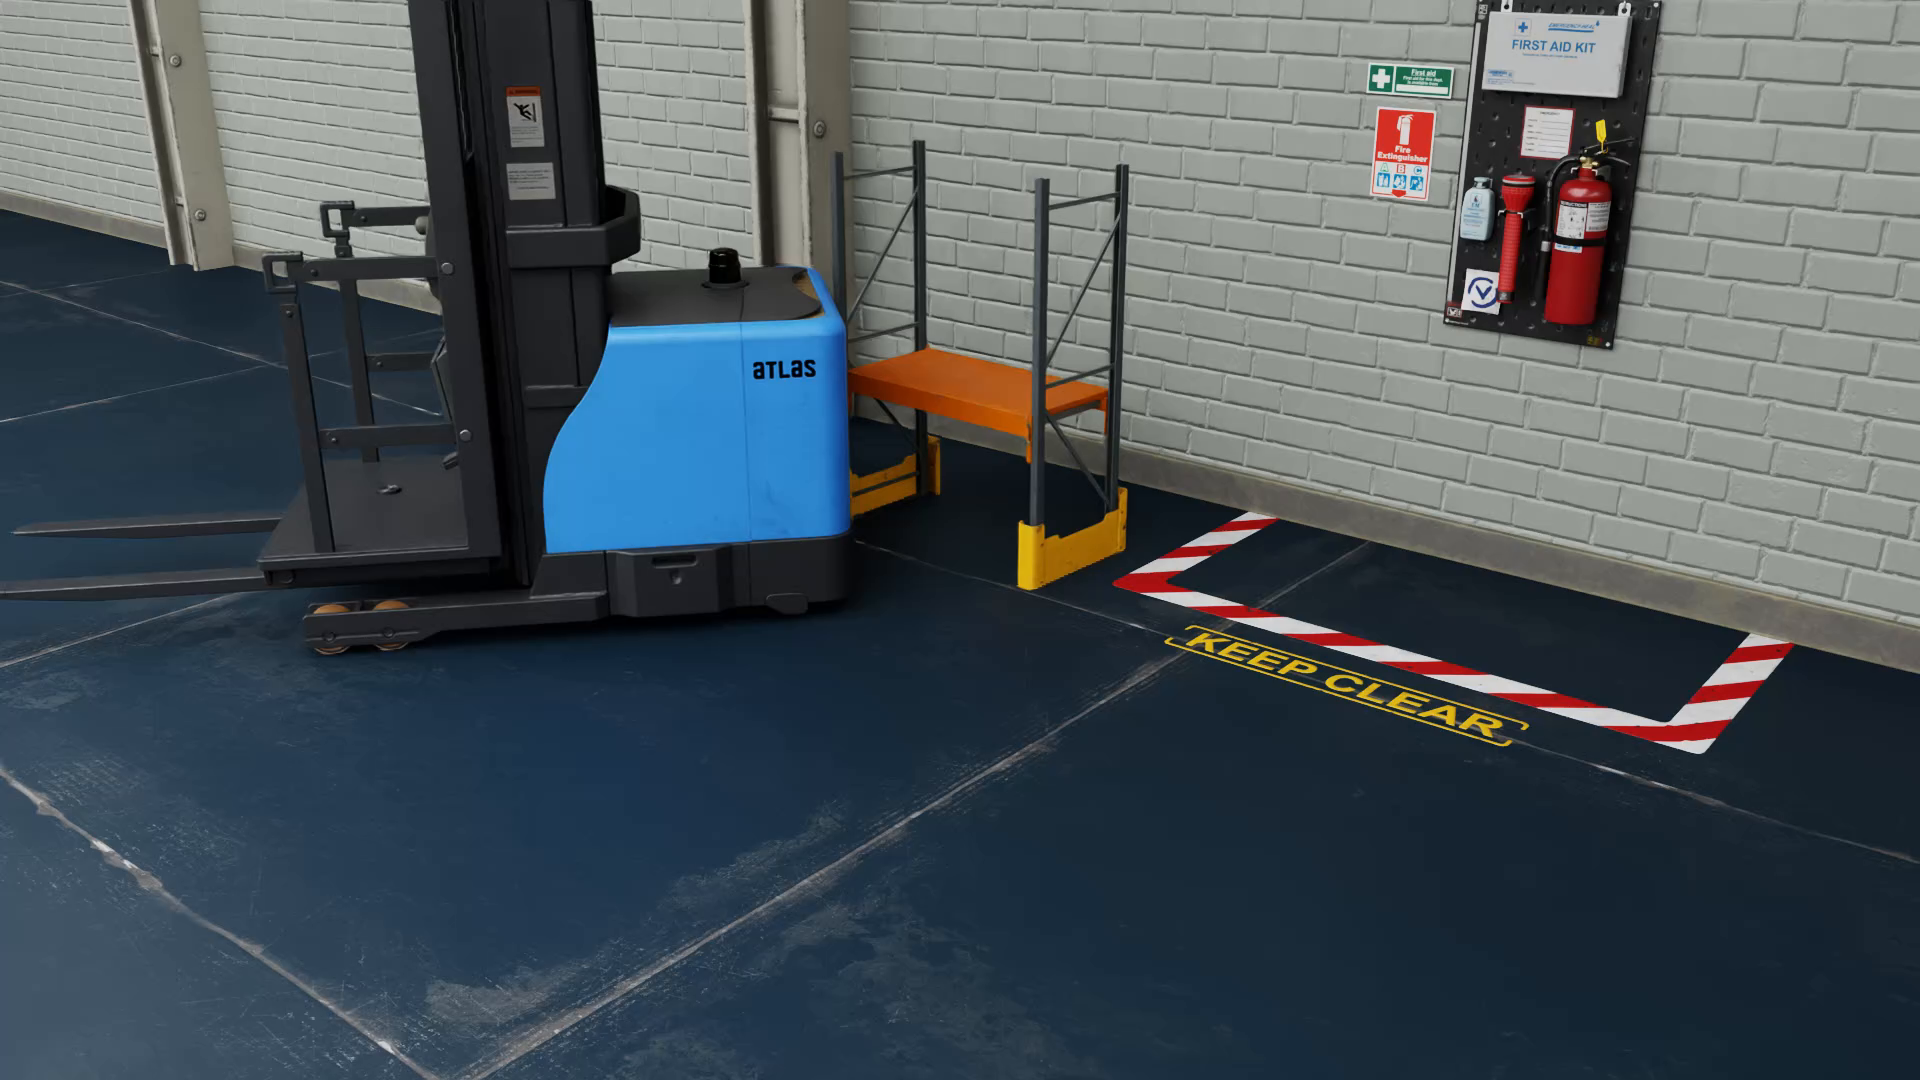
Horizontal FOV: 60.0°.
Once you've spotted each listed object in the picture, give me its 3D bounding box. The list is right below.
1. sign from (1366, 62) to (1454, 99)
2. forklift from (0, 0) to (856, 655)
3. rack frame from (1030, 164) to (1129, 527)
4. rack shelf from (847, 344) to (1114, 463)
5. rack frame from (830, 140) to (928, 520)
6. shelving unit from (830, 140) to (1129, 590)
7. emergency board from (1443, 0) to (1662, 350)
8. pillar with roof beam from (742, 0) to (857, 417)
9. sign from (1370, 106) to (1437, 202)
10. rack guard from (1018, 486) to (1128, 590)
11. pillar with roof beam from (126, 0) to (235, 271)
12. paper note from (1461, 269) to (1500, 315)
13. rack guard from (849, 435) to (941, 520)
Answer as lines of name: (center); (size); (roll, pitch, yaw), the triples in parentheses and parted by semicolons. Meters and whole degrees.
sign: (1.636, -1.673, 6.053); (0.331, 0.109, 0.001); (16, 26, 36)
forklift: (-1.941, -1.184, 5.655); (3.031, 2.935, 1.130); (-4, 21, -9)
rack frame: (0.435, -0.598, 6.128); (0.032, 1.500, 0.500); (18, 27, 39)
rack shelf: (0.059, -0.550, 6.511); (1.000, 0.185, 0.538); (18, 27, 39)
rack frame: (-0.318, -0.839, 6.767); (0.032, 1.500, 0.500); (18, 27, 39)
shelving unit: (0.066, -0.716, 6.442); (1.083, 1.500, 0.587); (18, 27, 39)
emergency board: (2.001, -1.261, 5.760); (0.643, 1.169, 0.194); (16, 26, 36)
pillar with roof beam: (-3.479, -3.668, 3.641); (0.400, 9.000, 9.100); (16, 26, 36)
sign: (1.638, -1.429, 6.155); (0.234, 0.329, 0.001); (16, 26, 36)
rack guard: (0.435, -0.013, 6.349); (0.087, 0.250, 0.587); (18, 27, 39)
pillar with roof beam: (-8.127, -5.006, 7.191); (0.400, 9.000, 9.100); (16, 26, 36)
paper note: (1.907, -0.907, 6.070); (0.142, 0.148, 0.016); (16, 26, 36)
rack guard: (-0.303, -0.249, 6.975); (0.087, 0.250, 0.587); (18, 27, 39)
